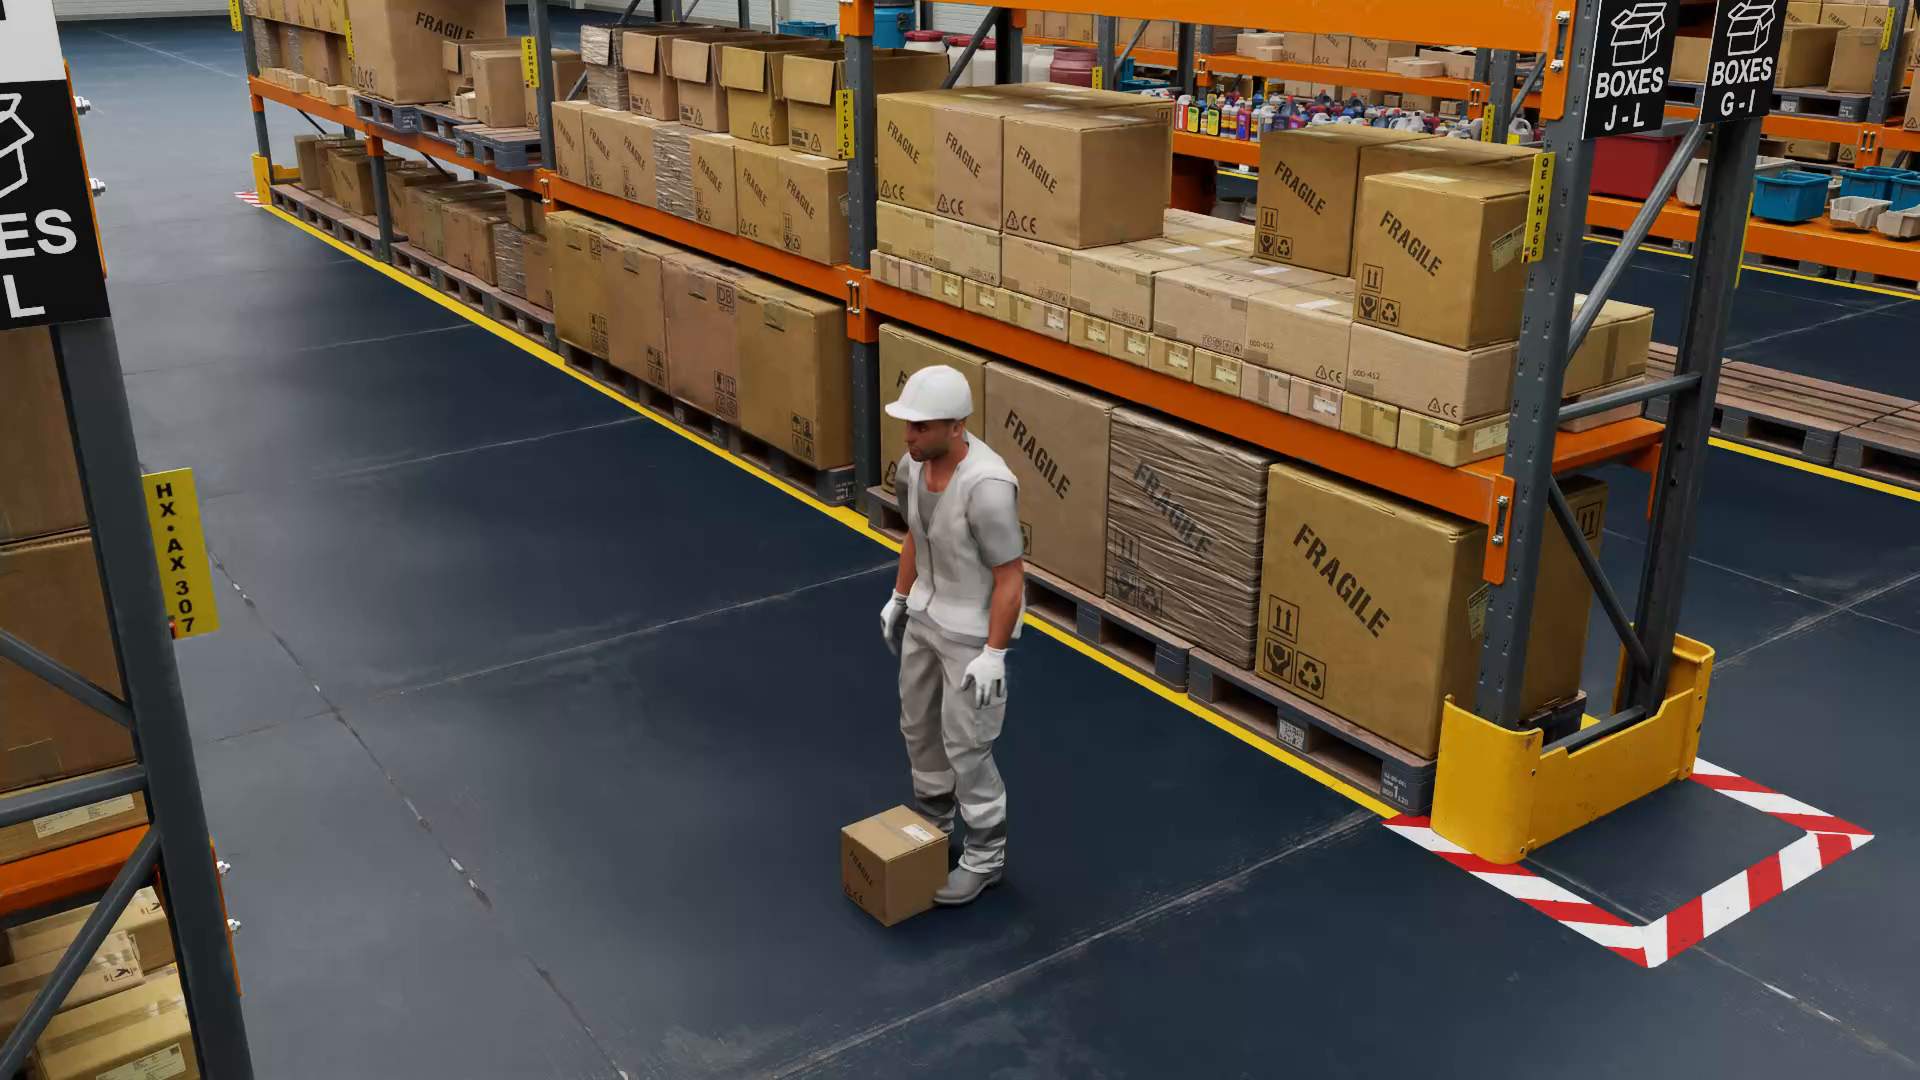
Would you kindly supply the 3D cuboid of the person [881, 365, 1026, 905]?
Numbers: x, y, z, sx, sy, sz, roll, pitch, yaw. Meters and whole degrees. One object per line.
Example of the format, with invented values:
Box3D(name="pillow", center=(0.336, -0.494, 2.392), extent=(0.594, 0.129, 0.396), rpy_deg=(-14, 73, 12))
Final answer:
Box3D(name="person", center=(-0.036, 0.297, 5.293), extent=(0.448, 1.780, 0.608), rpy_deg=(-14, 25, -33))
